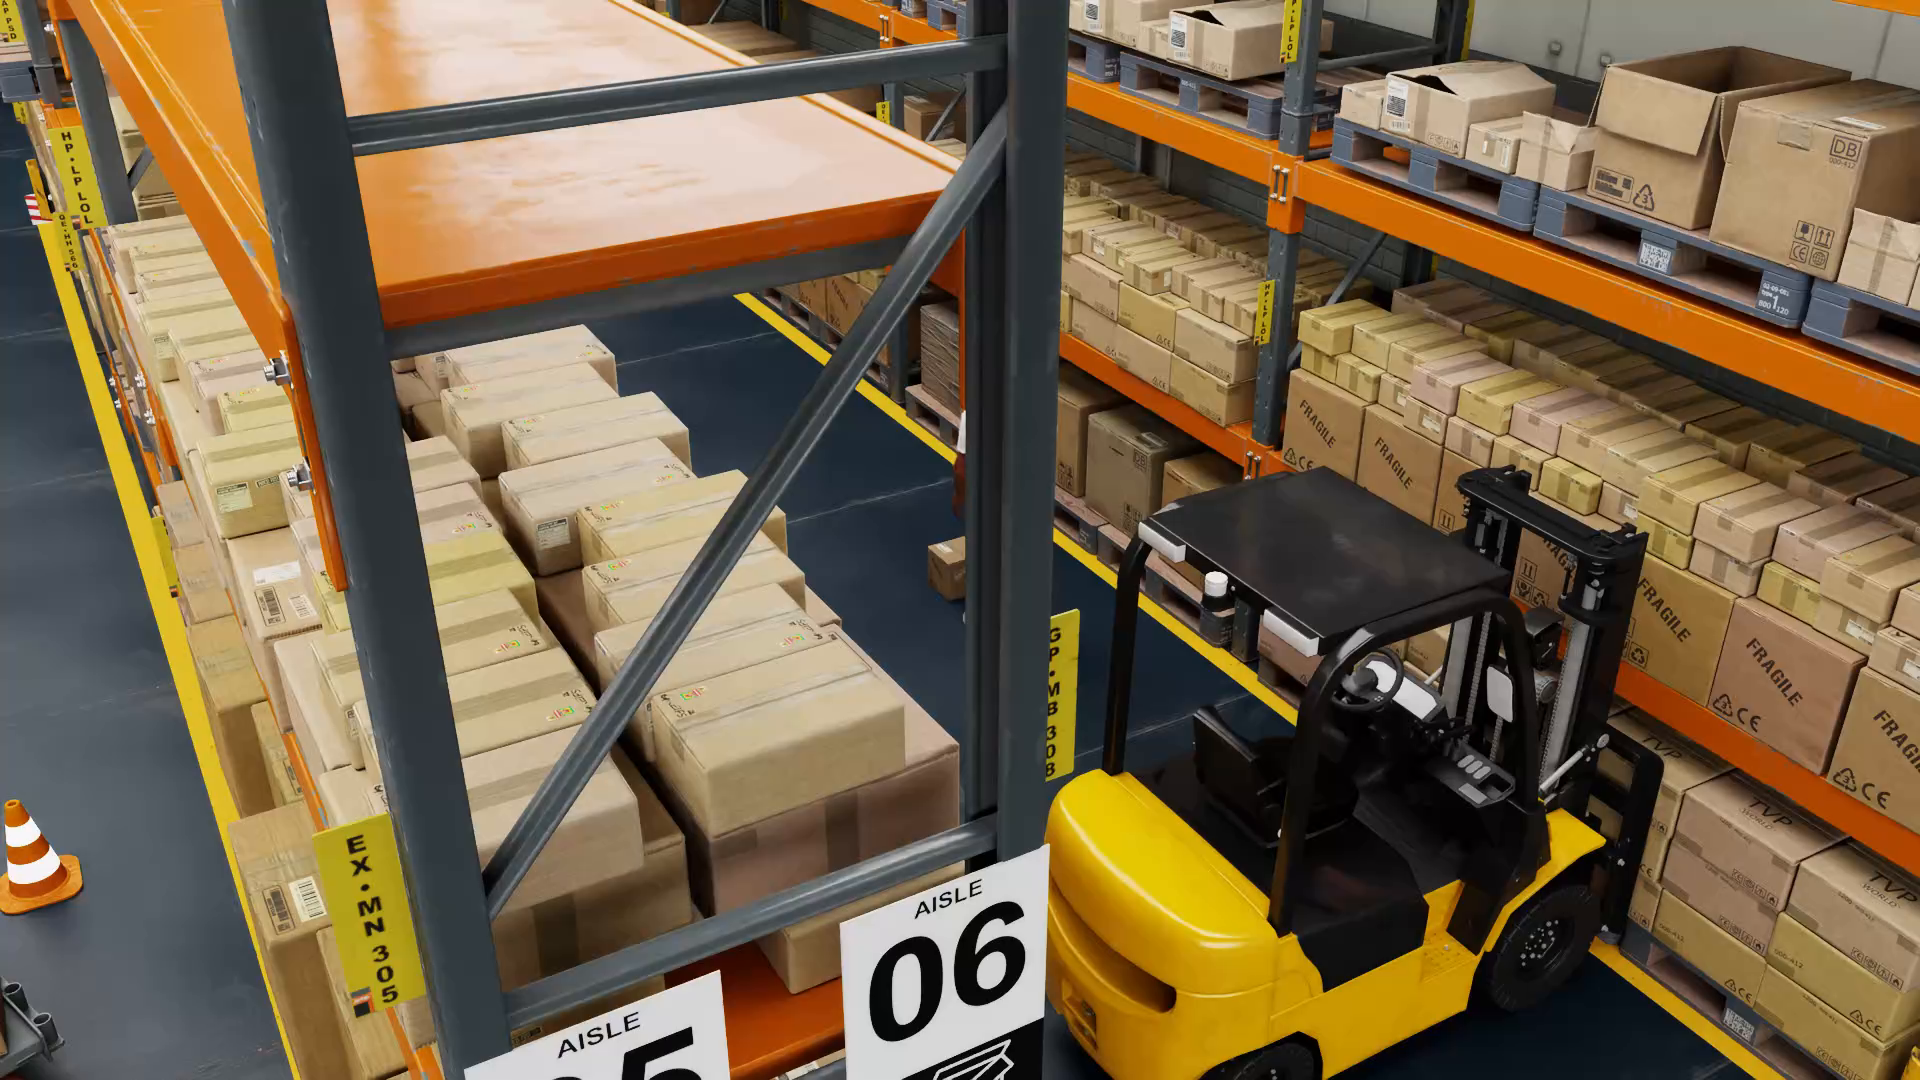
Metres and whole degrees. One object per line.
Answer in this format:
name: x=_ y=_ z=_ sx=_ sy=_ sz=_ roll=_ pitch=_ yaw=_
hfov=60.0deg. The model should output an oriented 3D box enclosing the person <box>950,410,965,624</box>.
person: x=0.217 y=-0.281 z=9.055 sx=0.567 sy=1.759 sz=0.368 roll=-15 pitch=32 yaw=-25
